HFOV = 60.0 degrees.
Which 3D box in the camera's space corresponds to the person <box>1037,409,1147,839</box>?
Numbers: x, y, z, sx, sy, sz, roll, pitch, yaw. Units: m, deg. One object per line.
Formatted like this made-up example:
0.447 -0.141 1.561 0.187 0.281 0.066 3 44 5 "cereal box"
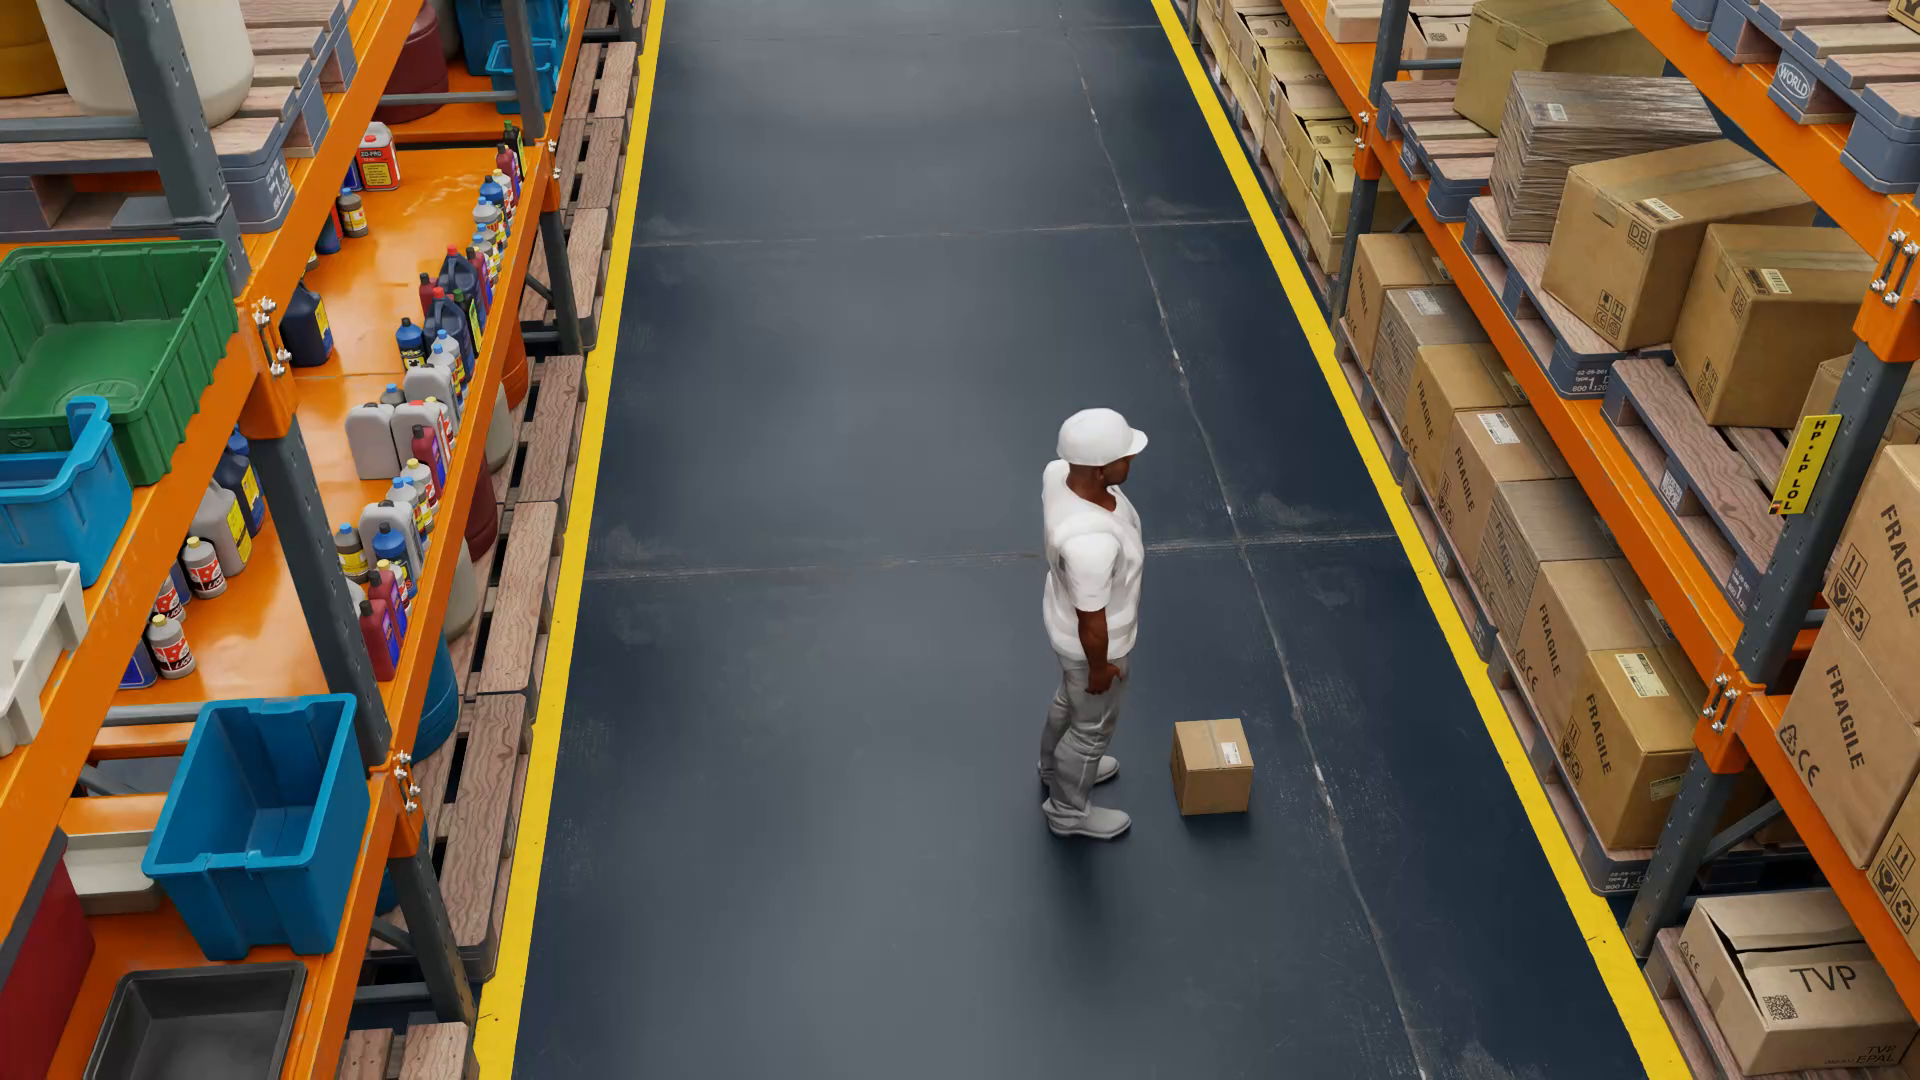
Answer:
0.451 0.289 5.780 0.353 1.761 0.563 -2 39 -3 "person"
